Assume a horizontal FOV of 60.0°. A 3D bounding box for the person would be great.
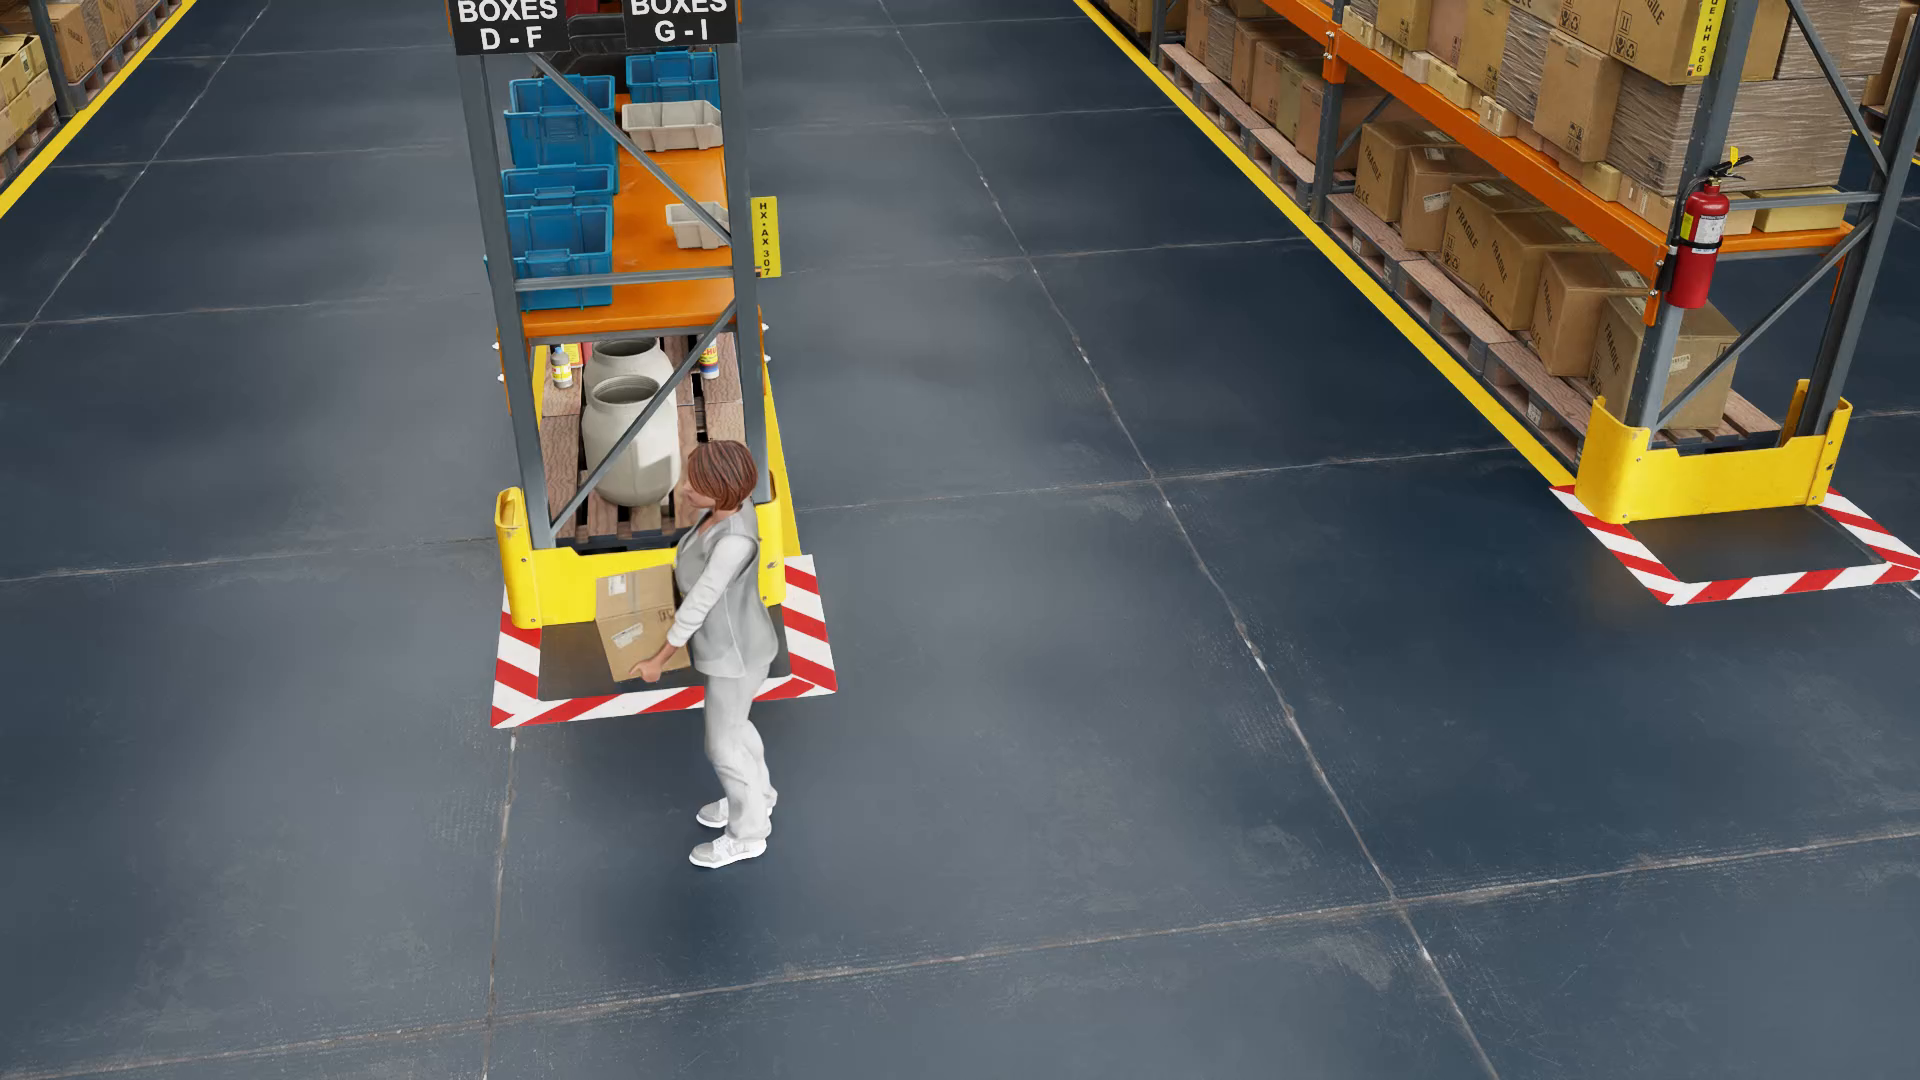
[{"bbox_3d":[-0.848,0.388,5.505,0.494,1.599,0.383,-6,32,-9],"label":"person"}]
